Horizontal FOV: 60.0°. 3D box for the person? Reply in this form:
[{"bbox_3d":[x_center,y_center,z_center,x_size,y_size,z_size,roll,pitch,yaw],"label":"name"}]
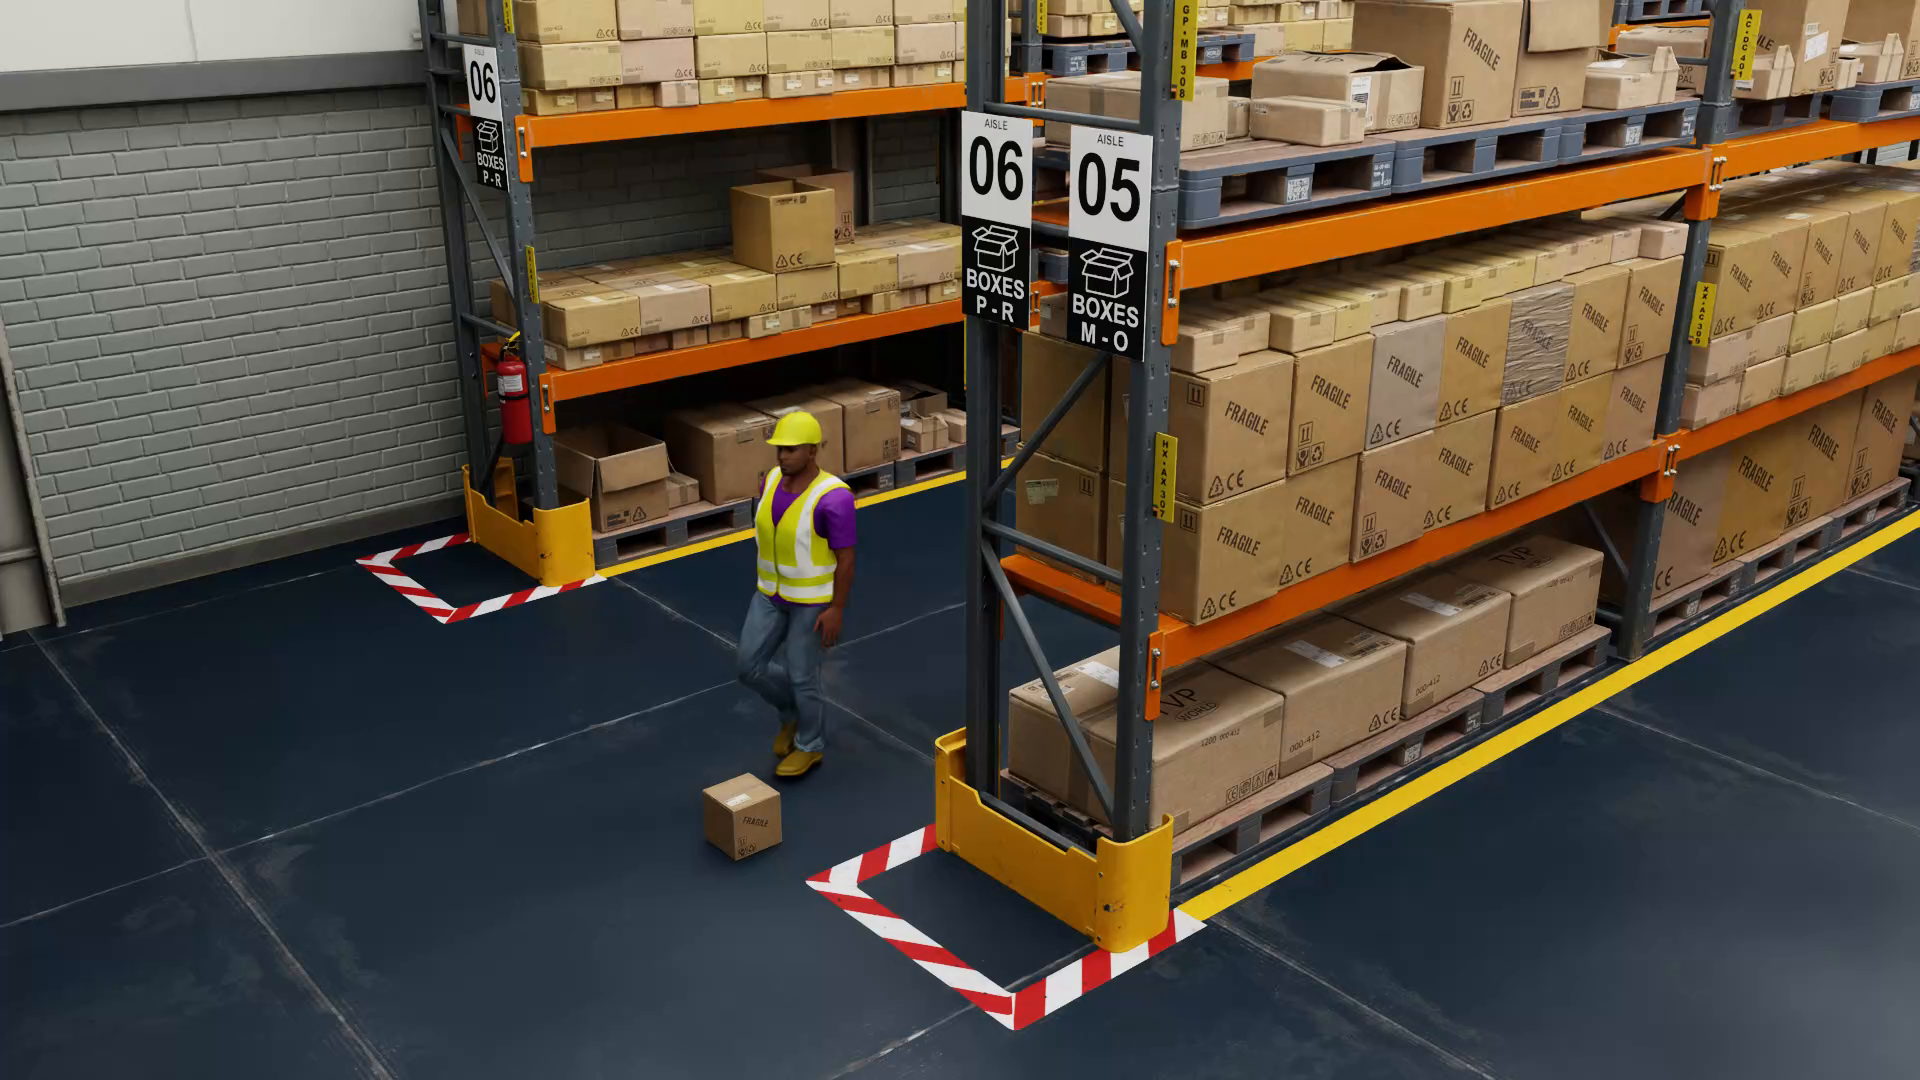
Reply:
[{"bbox_3d":[-0.784,0.277,7.786,0.620,1.770,0.469,14,25,33],"label":"person"}]
